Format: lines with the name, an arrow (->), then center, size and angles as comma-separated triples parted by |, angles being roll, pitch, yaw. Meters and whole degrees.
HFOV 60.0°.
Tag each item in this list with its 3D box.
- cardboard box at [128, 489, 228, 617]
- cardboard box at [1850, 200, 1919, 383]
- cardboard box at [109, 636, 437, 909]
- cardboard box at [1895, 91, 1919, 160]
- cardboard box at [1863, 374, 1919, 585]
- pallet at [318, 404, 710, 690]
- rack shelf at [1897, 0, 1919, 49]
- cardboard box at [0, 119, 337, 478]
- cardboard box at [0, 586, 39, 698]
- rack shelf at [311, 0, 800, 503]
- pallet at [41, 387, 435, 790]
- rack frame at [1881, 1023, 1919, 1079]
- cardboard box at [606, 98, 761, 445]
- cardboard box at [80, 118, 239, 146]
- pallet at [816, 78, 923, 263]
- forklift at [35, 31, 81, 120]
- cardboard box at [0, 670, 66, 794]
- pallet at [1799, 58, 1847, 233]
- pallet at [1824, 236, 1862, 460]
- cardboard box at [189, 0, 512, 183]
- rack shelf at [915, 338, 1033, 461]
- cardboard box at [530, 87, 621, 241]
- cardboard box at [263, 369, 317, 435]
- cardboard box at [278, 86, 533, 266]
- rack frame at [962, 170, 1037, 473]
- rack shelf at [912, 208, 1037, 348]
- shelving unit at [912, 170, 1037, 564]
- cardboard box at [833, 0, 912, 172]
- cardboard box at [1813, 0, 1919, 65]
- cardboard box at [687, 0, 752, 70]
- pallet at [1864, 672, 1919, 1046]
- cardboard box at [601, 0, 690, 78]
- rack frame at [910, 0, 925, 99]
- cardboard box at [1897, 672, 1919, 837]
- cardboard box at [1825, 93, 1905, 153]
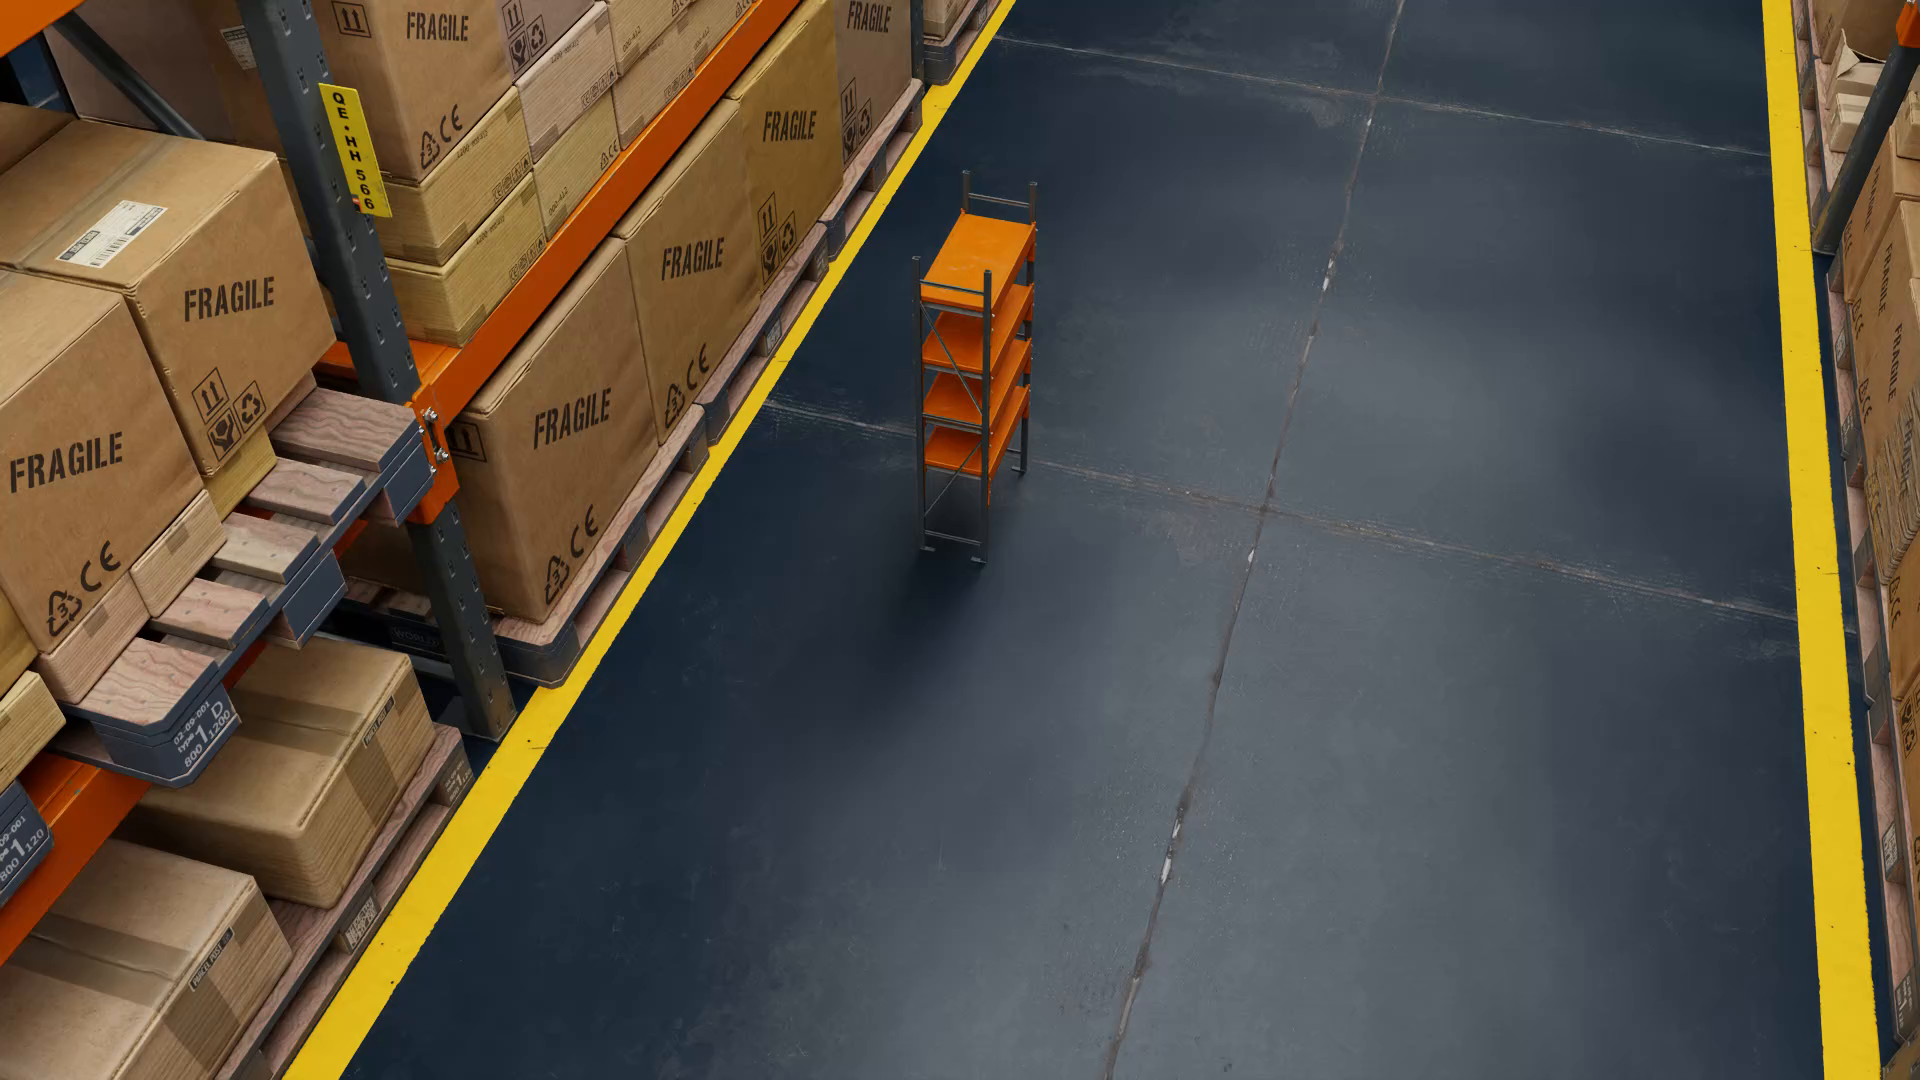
cardboard box -> -1.794, -0.011, 3.496 | 0.380, 0.149, 0.250 | 12, 46, 12
cardboard box -> 3.557, -0.833, 5.943 | 0.500, 0.500, 0.500 | 12, 46, 12
cardboard box -> -2.054, 0.573, 4.598 | 0.950, 0.372, 0.625 | 10, 45, 10
cardboard box -> 3.707, -1.513, 6.175 | 0.380, 0.149, 0.250 | 15, 46, 14
cardboard box -> 3.239, -0.156, 5.252 | 0.500, 0.500, 0.500 | 11, 45, 11
pallet -> -1.563, -0.103, 5.705 | 1.003, 0.211, 1.213 | 13, 46, 13
rack shelf -> 3.464, -0.618, 4.751 | 1.077, 0.370, 4.000 | 13, 46, 13
cardboard box -> -1.746, -0.521, 3.553 | 0.500, 0.500, 0.500 | 11, 46, 11
cardboard box -> -2.044, 0.163, 2.854 | 0.500, 0.500, 0.500 | 10, 45, 10
rack shelf -> -1.268, -1.666, 5.823 | 1.077, 0.370, 4.000 | 13, 46, 13
pallet -> -1.988, -0.024, 3.767 | 1.213, 0.211, 1.003 | 13, 46, 13
rack frame -> 2.858, 0.458, 3.137 | 1.000, 3.000, 0.127 | 13, 46, 13
cardboard box -> -1.311, -1.017, 5.864 | 0.875, 0.875, 0.875 | 13, 46, 13
cardboard box -> -1.969, -1.092, 4.471 | 0.500, 0.250, 0.500 | 12, 46, 12
pallet -> -0.824, -1.730, 7.367 | 1.003, 0.211, 1.213 | 13, 46, 13
forklift -> -2.748, -2.134, 5.835 | 1.130, 2.935, 3.031 | 12, 46, 12
cardboard box -> -1.948, 0.342, 3.135 | 0.380, 0.149, 0.250 | 13, 46, 13
pallet -> 4.279, -1.669, 7.304 | 1.003, 0.211, 1.213 | 13, 46, 13
pallet -> 3.859, -0.661, 6.275 | 1.003, 0.211, 1.213 | 13, 46, 13
cardboard box -> -1.491, -1.260, 4.107 | 0.500, 0.500, 0.500 | 11, 45, 11
rack shelf -> 0.050, -0.491, 5.490 | 0.258, 0.148, 0.480 | 13, 46, 13
cardboard box -> -1.347, -1.156, 4.894 | 0.500, 0.250, 0.500 | 11, 46, 11
cardboard box -> -1.748, -0.382, 3.875 | 0.380, 0.149, 0.250 | 14, 46, 14
cardboard box -> -1.485, -1.001, 4.378 | 0.500, 0.250, 0.500 | 12, 46, 12
rack frame -> 0.124, -0.702, 5.609 | 0.240, 1.200, 0.015 | 13, 46, 13
rack shelf -> 0.050, -0.820, 5.168 | 0.258, 0.148, 0.480 | 13, 46, 13
shelving unit -> 0.050, -0.539, 5.443 | 0.258, 1.200, 0.503 | 13, 46, 13
cardboard box -> -0.774, -2.217, 7.090 | 0.875, 0.875, 0.875 | 14, 46, 14
cardboard box -> 4.395, -2.490, 7.636 | 0.700, 0.500, 0.500 | 11, 45, 11
cardboard box -> -1.036, -1.834, 5.587 | 0.500, 0.250, 0.500 | 13, 46, 13
pallet -> 3.121, 0.966, 4.612 | 1.003, 0.211, 1.213 | 13, 46, 13
cardboard box -> -1.164, -1.675, 5.067 | 0.500, 0.250, 0.500 | 12, 46, 12
rack frame -> -0.662, -3.257, 6.933 | 1.000, 3.000, 0.127 | 13, 46, 13
cardboard box -> 2.943, 0.543, 4.537 | 0.500, 0.500, 0.500 | 12, 46, 12
cardboard box -> 3.959, -1.772, 7.155 | 0.380, 0.149, 0.250 | 11, 45, 11
